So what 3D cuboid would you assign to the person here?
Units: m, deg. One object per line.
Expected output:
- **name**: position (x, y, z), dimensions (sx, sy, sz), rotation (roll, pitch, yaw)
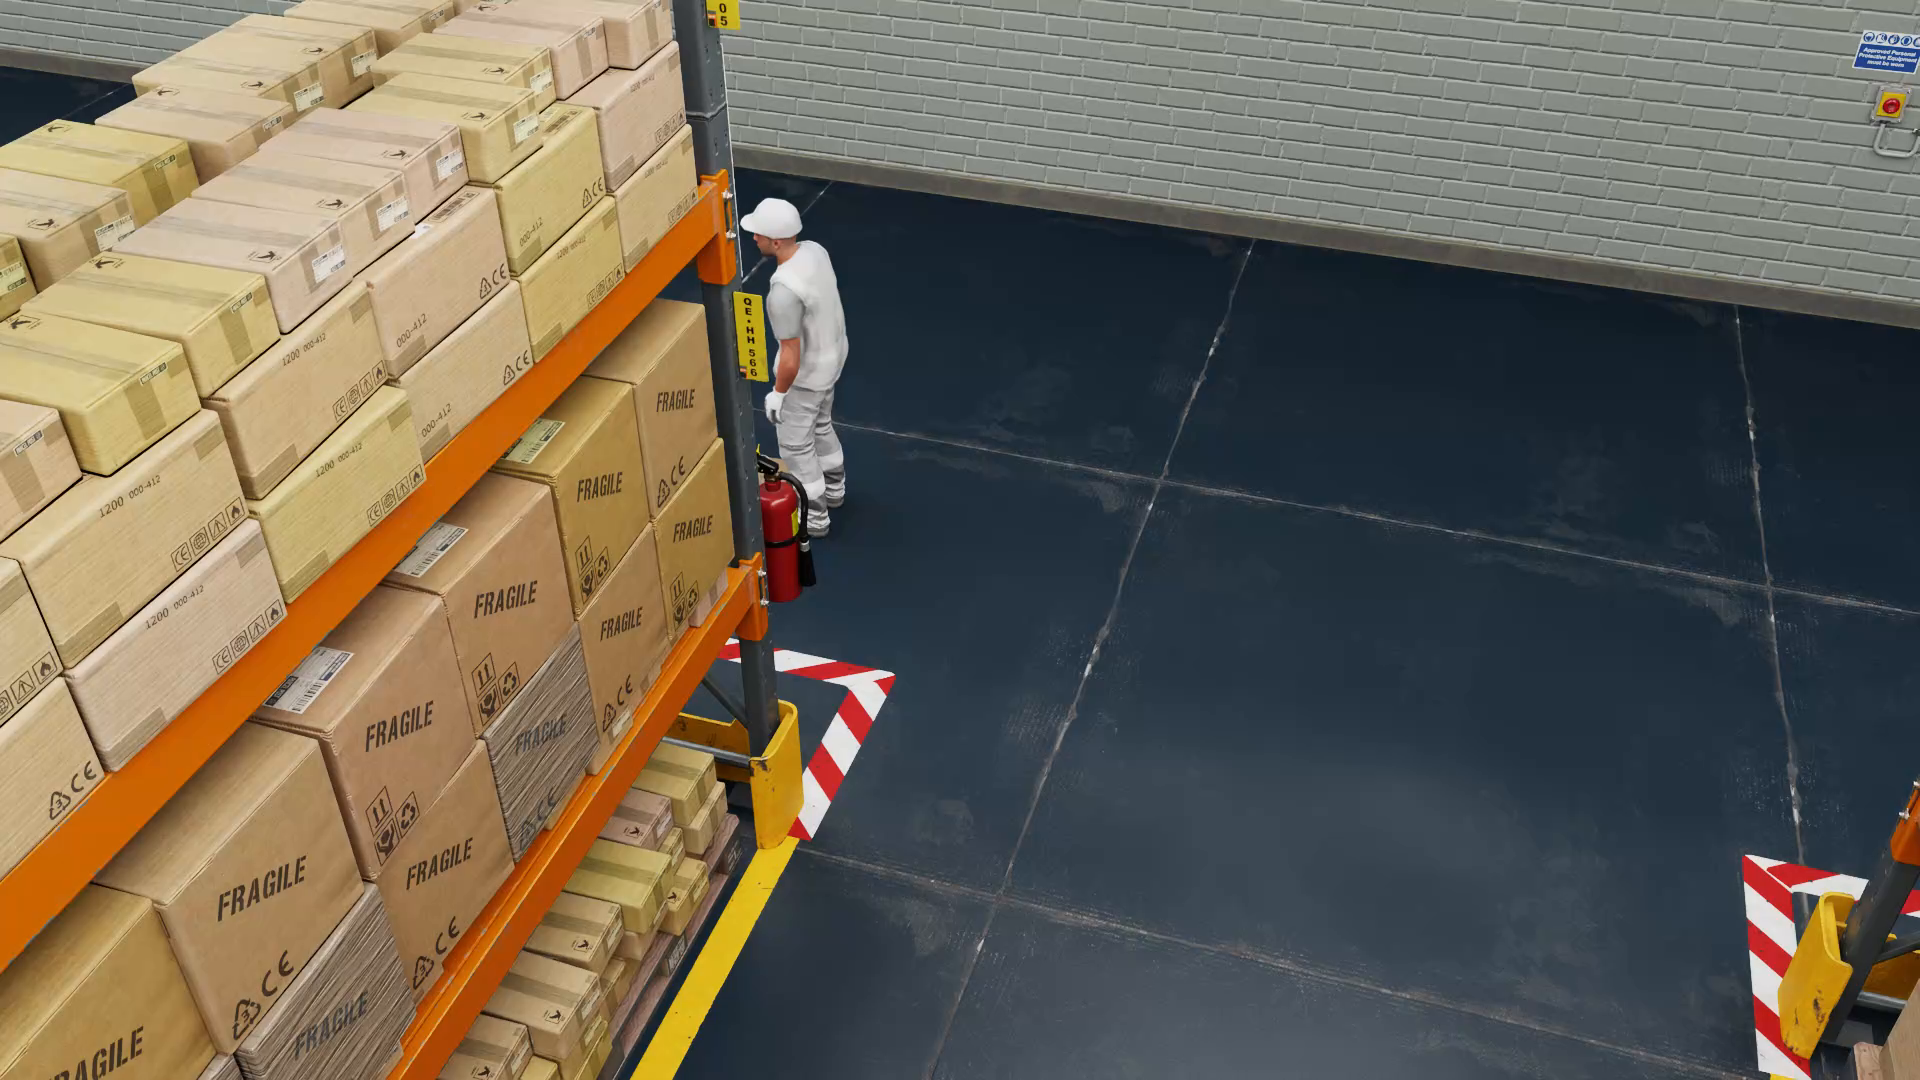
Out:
- **person**: position (-0.768, -0.812, 7.967), dimensions (0.446, 1.780, 0.623), rotation (9, 38, 12)
